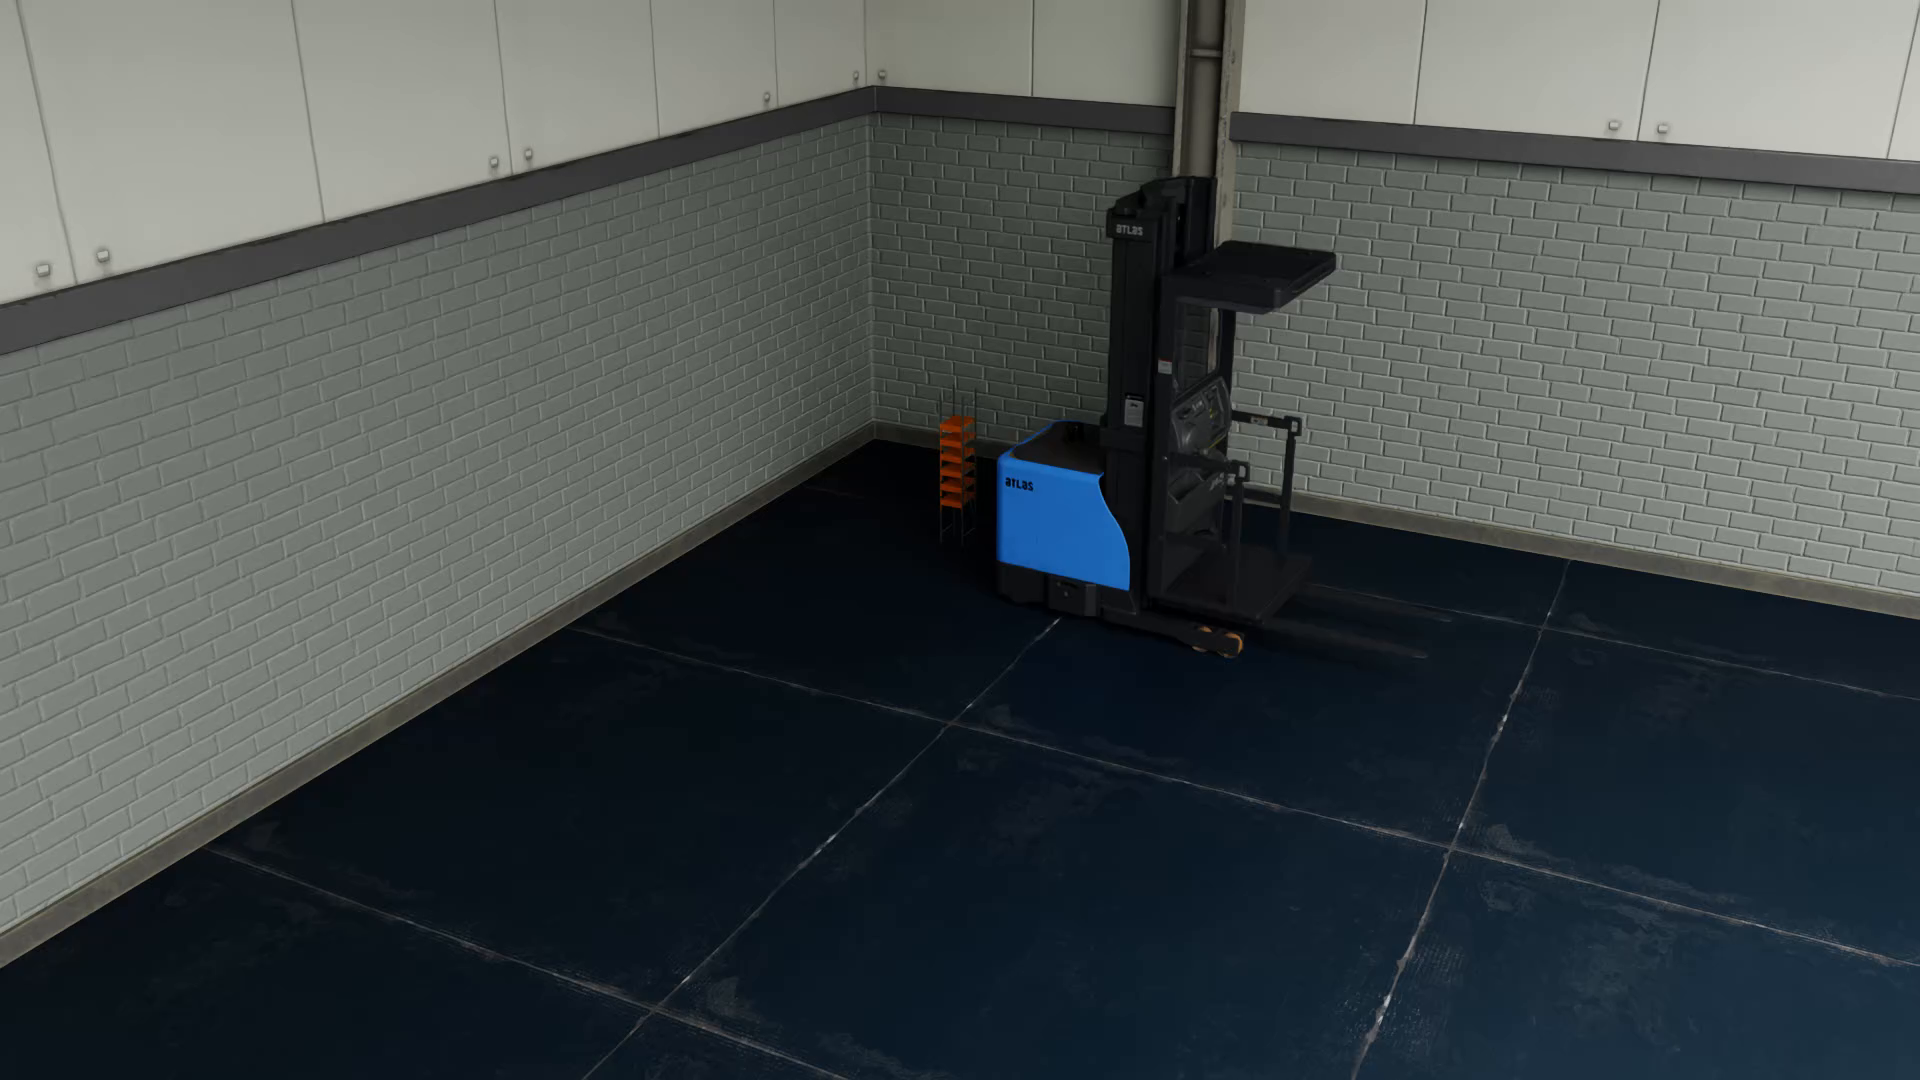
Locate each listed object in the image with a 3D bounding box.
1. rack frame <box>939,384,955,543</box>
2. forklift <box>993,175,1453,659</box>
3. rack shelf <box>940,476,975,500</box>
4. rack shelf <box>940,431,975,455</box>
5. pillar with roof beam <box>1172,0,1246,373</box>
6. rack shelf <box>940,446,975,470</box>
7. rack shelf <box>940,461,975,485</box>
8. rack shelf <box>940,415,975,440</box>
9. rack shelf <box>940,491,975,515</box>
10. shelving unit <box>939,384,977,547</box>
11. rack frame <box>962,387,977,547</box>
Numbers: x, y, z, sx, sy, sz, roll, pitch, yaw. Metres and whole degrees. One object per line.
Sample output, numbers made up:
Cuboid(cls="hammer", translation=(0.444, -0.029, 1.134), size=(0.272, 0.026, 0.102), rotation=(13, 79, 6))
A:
Cuboid(cls="rack frame", translation=(-0.095, -0.571, 12.559), size=(0.006, 1.200, 0.240), rotation=(11, 25, 25))
Cuboid(cls="forklift", translation=(1.773, -0.809, 10.906), size=(3.031, 2.935, 1.130), rotation=(12, 26, 27))
Cuboid(cls="rack shelf", translation=(-0.013, -0.403, 12.586), size=(0.180, 0.103, 0.258), rotation=(11, 25, 25))
Cuboid(cls="rack shelf", translation=(-0.013, -0.735, 12.445), size=(0.180, 0.103, 0.258), rotation=(11, 25, 25))
Cuboid(cls="pillar with roof beam", translation=(-0.108, -2.981, 8.261), size=(0.400, 9.000, 9.100), rotation=(11, 25, 25))
Cuboid(cls="rack shelf", translation=(-0.013, -0.624, 12.492), size=(0.180, 0.103, 0.258), rotation=(11, 25, 25))
Cuboid(cls="rack shelf", translation=(-0.013, -0.514, 12.539), size=(0.180, 0.103, 0.258), rotation=(11, 25, 25))
Cuboid(cls="rack shelf", translation=(-0.013, -0.845, 12.398), size=(0.180, 0.103, 0.258), rotation=(11, 25, 25))
Cuboid(cls="rack shelf", translation=(-0.013, -0.293, 12.633), size=(0.180, 0.103, 0.258), rotation=(11, 25, 25))
Cuboid(cls="shelving unit", translation=(-0.013, -0.555, 12.521), size=(0.189, 1.200, 0.258), rotation=(11, 25, 25))
Cuboid(cls="rack frame", translation=(0.069, -0.539, 12.483), size=(0.006, 1.200, 0.240), rotation=(11, 25, 25))
